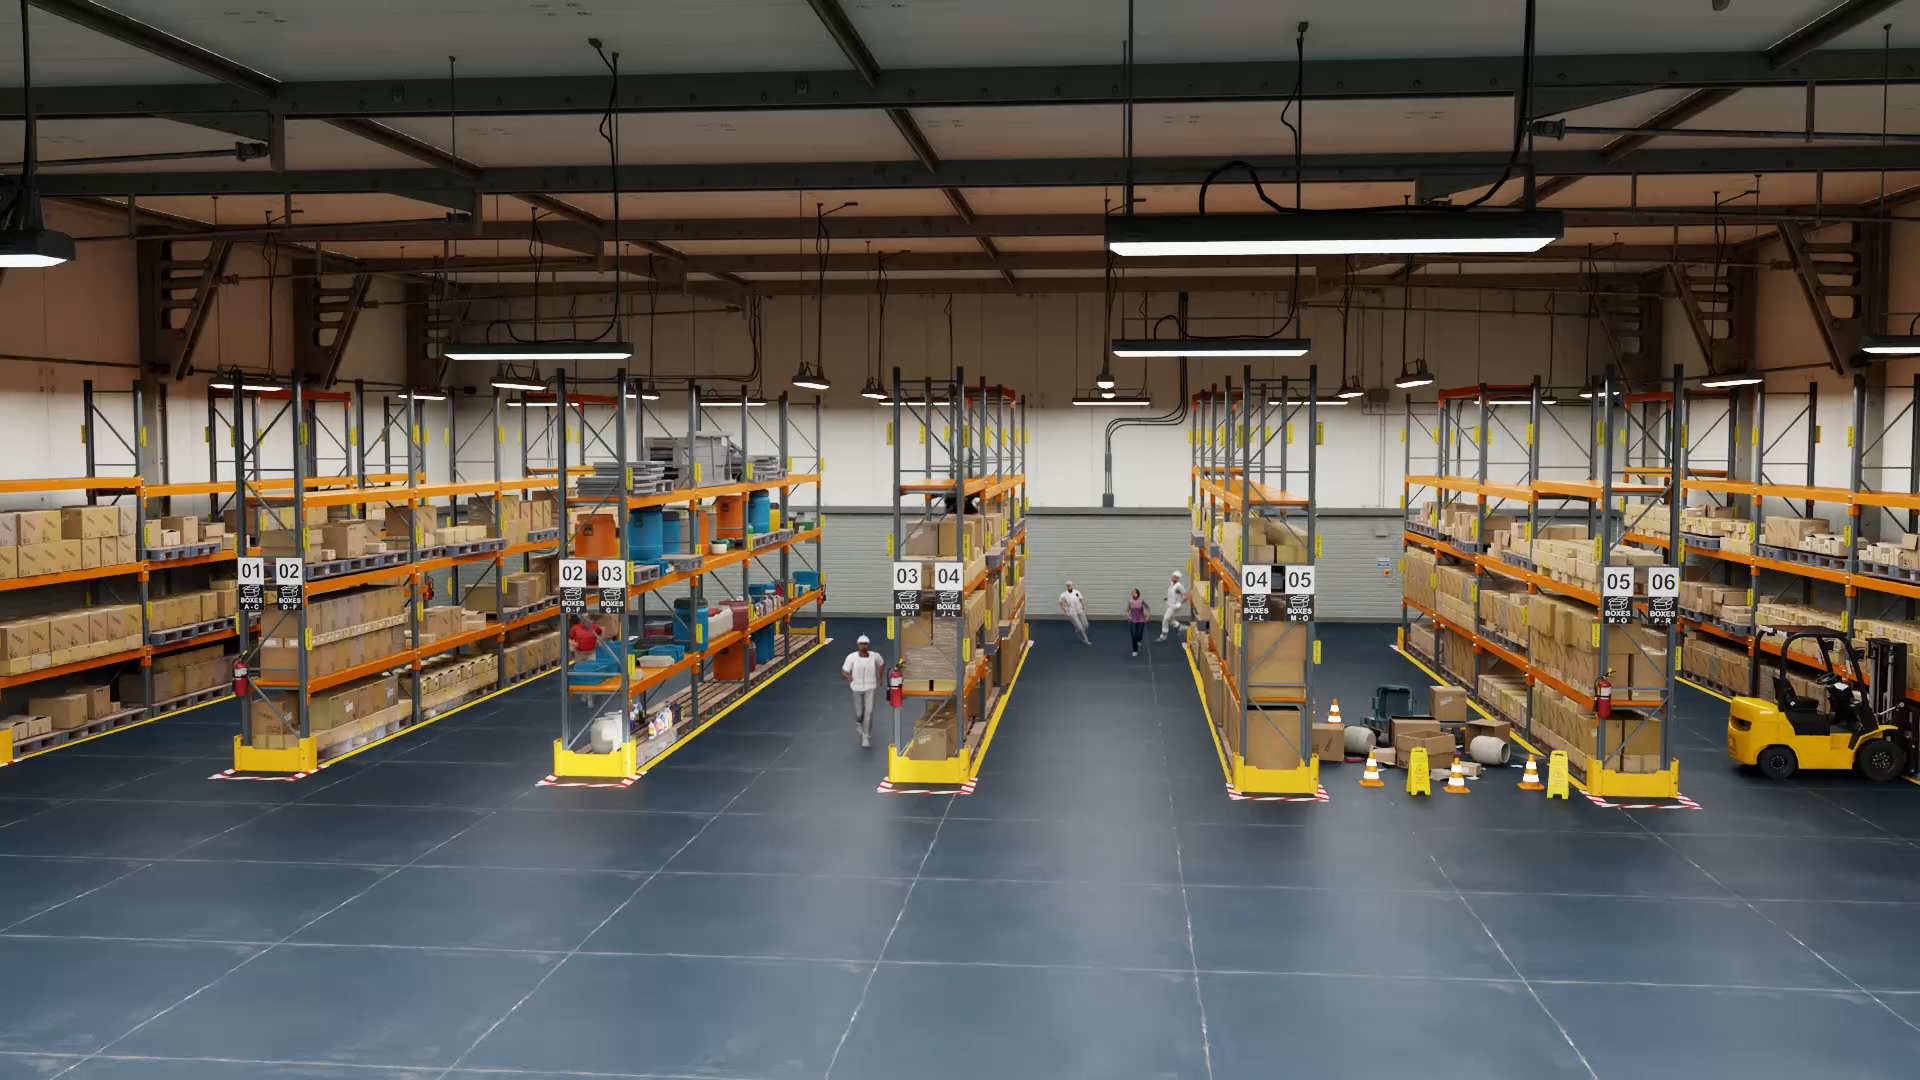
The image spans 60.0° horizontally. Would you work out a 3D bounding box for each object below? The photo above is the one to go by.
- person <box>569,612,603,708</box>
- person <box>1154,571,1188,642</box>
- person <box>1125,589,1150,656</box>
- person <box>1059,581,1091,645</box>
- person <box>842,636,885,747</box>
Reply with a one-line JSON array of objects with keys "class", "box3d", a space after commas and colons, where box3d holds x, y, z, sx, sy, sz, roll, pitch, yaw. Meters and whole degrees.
[{"class": "person", "box3d": [-7.006, 2.259, 31.057, 0.643, 1.715, 0.825, 0, 4, -6]}, {"class": "person", "box3d": [5.191, 1.617, 40.399, 0.848, 1.736, 0.720, -1, 4, -19]}, {"class": "person", "box3d": [4.031, 1.881, 37.837, 0.567, 1.552, 0.600, 1, 4, 15]}, {"class": "person", "box3d": [2.781, 1.759, 40.117, 0.718, 1.566, 0.526, -2, 4, -23]}, {"class": "person", "box3d": [-1.567, 2.431, 27.067, 0.700, 1.762, 0.957, 0, 4, -4]}]
